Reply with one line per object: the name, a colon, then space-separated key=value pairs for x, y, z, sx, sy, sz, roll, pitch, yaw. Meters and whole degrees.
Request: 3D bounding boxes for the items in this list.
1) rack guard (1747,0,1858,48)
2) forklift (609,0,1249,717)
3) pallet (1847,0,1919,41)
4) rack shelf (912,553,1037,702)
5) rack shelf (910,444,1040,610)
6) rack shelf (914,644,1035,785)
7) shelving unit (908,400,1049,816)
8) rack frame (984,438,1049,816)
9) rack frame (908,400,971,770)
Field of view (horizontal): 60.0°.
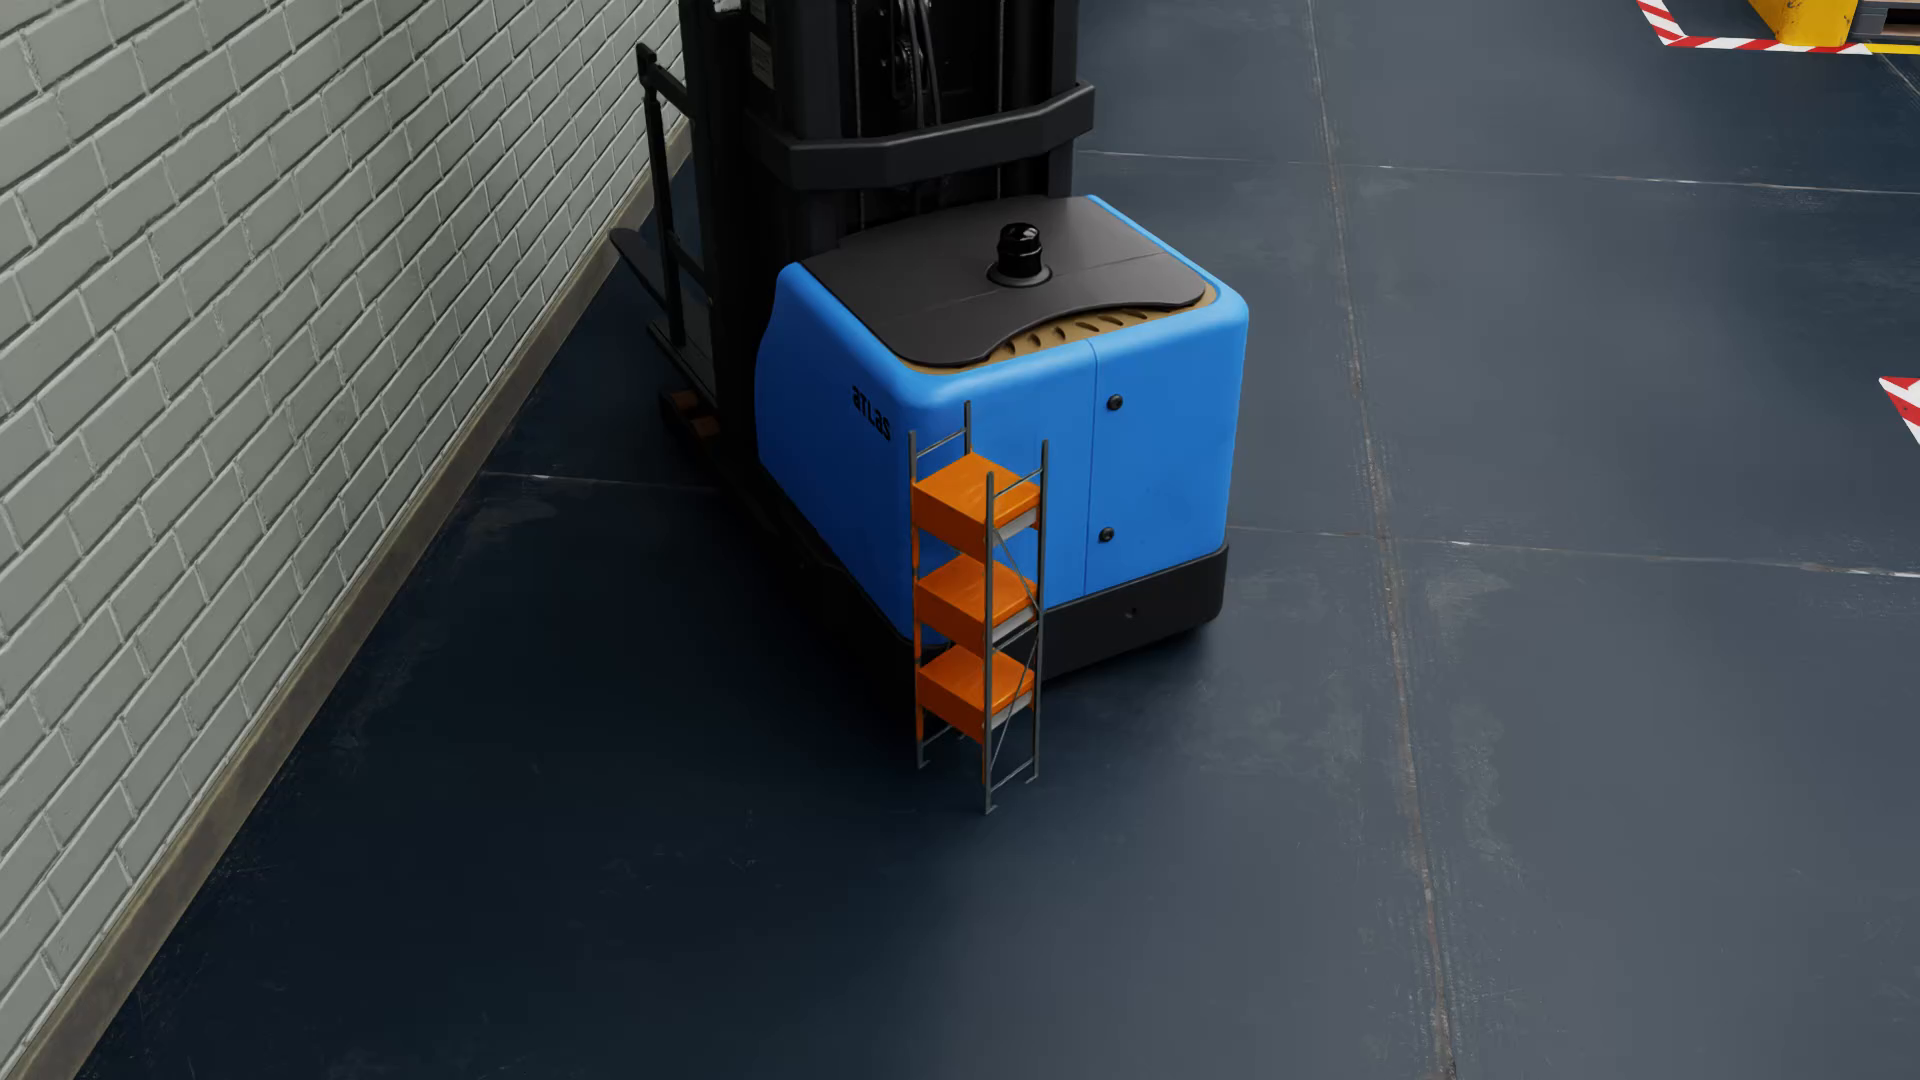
rack guard: x=4.691 y=-3.206 z=9.312 sx=0.348 sy=0.500 sz=1.175 roll=4 pitch=36 yaw=6
forklift: x=-0.376 y=-1.555 z=4.906 sx=1.130 sy=2.935 sz=3.031 roll=-17 pitch=39 yaw=-23
pallet: x=5.518 y=-3.072 z=9.373 sx=1.213 sy=0.211 sz=1.003 roll=4 pitch=36 yaw=6
rack shelf: x=0.044 y=0.197 z=4.086 sx=0.240 sy=0.259 sz=0.215 roll=29 pitch=45 yaw=34
rack shelf: x=0.043 y=-0.032 z=3.919 sx=0.240 sy=0.259 sz=0.215 roll=29 pitch=45 yaw=34
rack shelf: x=0.045 y=0.422 z=4.249 sx=0.240 sy=0.259 sz=0.215 roll=29 pitch=45 yaw=34
shelving unit: x=0.044 y=0.189 z=4.080 sx=0.252 sy=1.050 sz=0.215 roll=29 pitch=45 yaw=34
rack frame: x=0.131 y=0.238 z=4.011 sx=0.008 sy=1.050 sz=0.200 roll=29 pitch=45 yaw=34
rack frame: x=-0.044 y=0.139 z=4.149 sx=0.008 sy=1.050 sz=0.200 roll=29 pitch=45 yaw=34
